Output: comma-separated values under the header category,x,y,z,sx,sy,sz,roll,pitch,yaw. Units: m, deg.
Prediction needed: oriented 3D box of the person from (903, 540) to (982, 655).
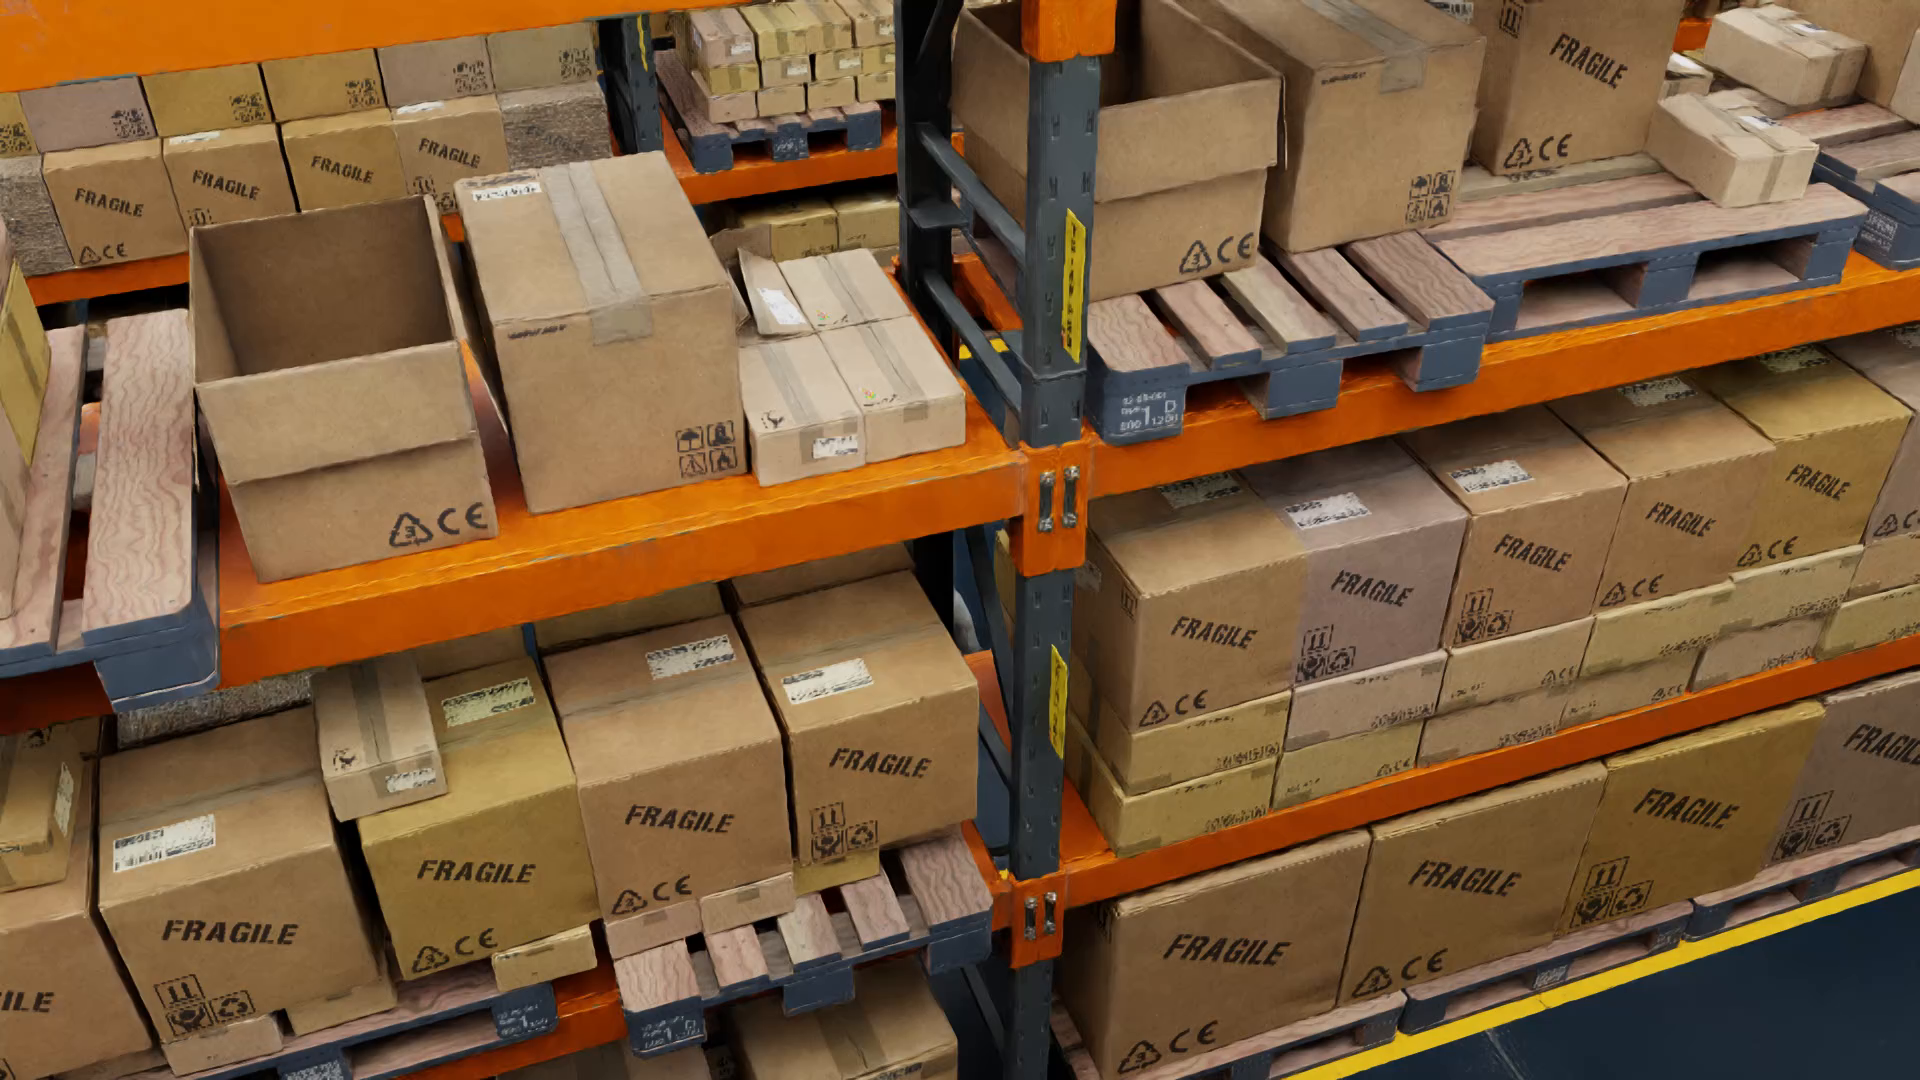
category,x,y,z,sx,sy,sz,roll,pitch,yaw
person,-0.152,-0.125,6.938,0.615,1.749,0.606,7,38,9
